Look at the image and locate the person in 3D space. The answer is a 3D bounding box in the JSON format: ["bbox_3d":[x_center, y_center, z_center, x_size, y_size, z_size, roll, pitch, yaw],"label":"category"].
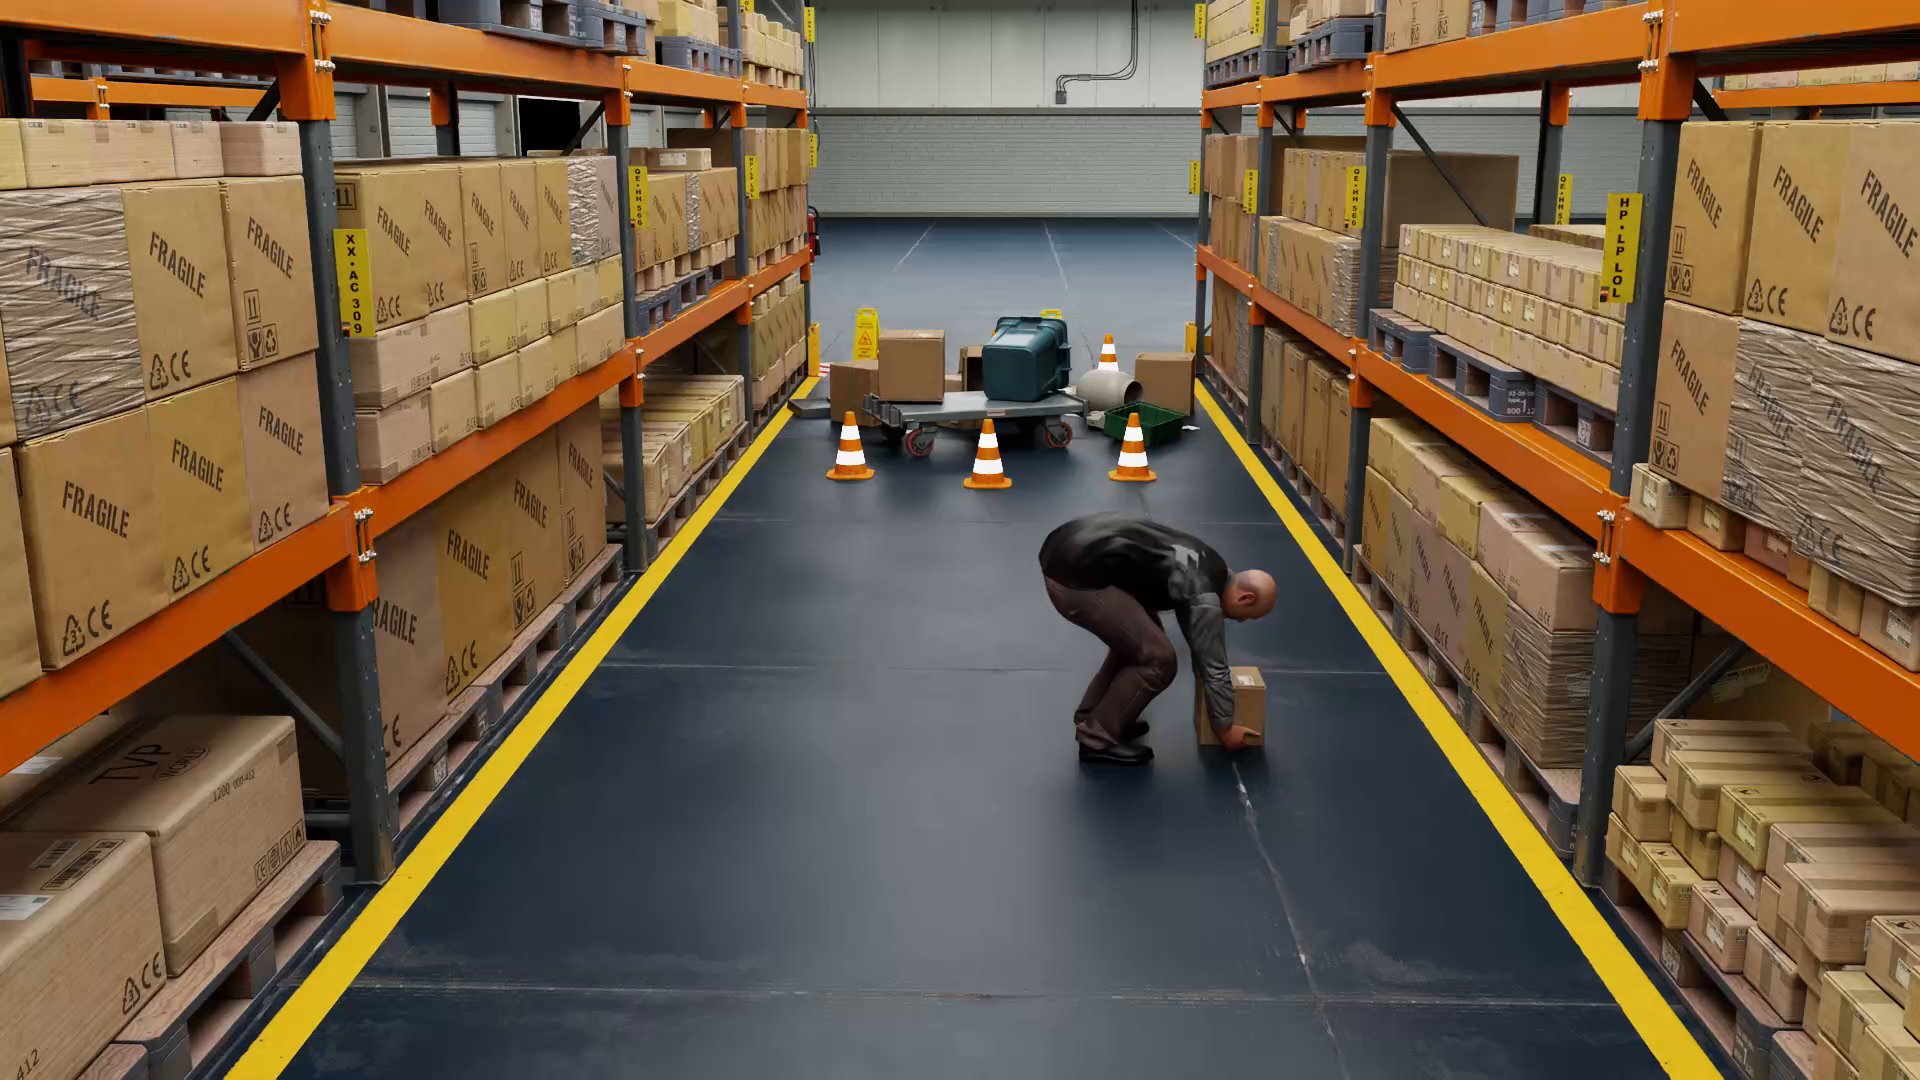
[{"bbox_3d":[0.784,0.377,6.625,0.944,0.951,0.512,0,14,-1],"label":"person"}]
